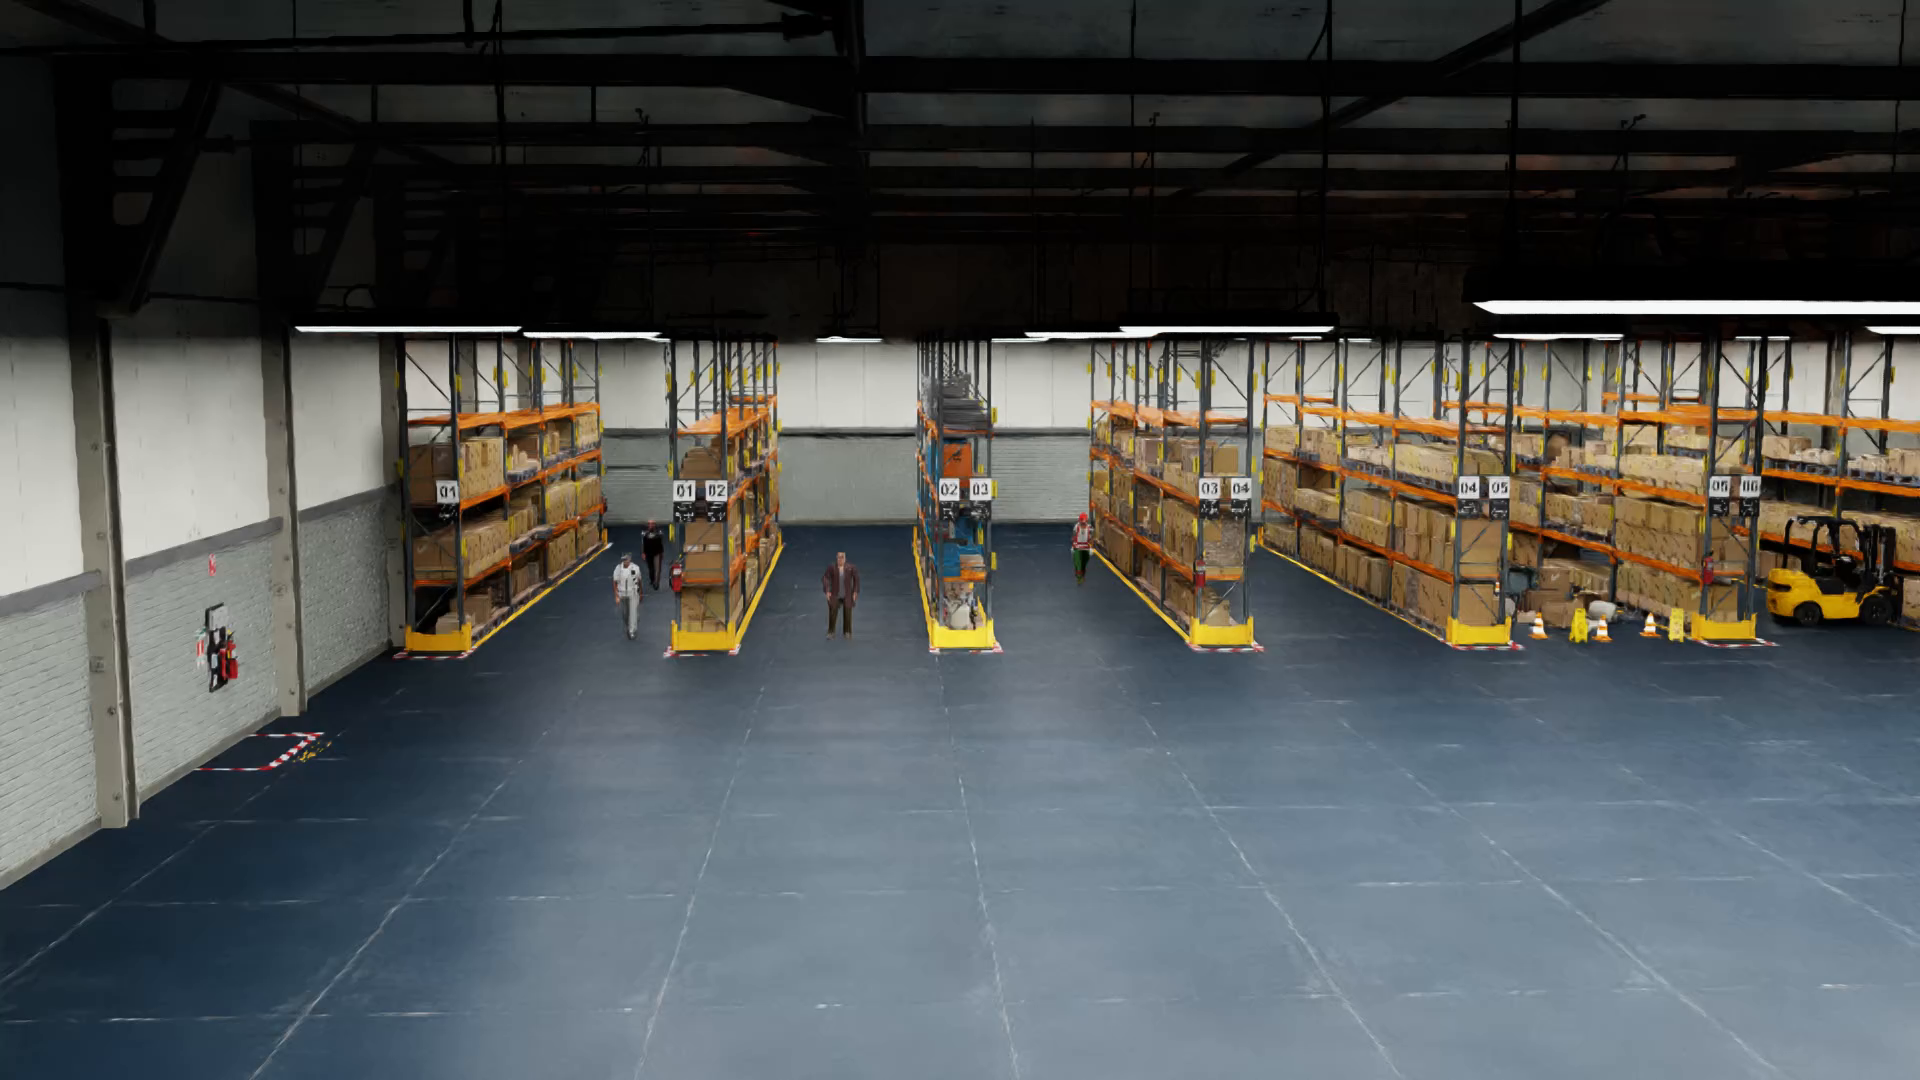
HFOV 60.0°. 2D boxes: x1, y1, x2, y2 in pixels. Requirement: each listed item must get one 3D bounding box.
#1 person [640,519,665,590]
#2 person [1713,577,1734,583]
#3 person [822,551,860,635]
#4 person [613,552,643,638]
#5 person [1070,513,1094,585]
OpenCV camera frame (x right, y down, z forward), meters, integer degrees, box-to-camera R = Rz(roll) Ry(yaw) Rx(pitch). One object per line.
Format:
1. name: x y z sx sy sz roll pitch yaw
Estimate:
1. person: -7.210 0.311 38.926 0.543 1.648 1.115 0 7 -1
2. person: 16.362 0.619 35.664 0.442 1.792 0.605 -5 8 -34
3. person: -2.316 1.036 32.327 0.729 1.680 0.538 -1 7 -5
4. person: -6.512 1.045 32.535 0.542 1.675 1.124 0 7 0
5. person: 2.930 0.193 39.629 0.549 1.709 1.128 -1 7 -5
